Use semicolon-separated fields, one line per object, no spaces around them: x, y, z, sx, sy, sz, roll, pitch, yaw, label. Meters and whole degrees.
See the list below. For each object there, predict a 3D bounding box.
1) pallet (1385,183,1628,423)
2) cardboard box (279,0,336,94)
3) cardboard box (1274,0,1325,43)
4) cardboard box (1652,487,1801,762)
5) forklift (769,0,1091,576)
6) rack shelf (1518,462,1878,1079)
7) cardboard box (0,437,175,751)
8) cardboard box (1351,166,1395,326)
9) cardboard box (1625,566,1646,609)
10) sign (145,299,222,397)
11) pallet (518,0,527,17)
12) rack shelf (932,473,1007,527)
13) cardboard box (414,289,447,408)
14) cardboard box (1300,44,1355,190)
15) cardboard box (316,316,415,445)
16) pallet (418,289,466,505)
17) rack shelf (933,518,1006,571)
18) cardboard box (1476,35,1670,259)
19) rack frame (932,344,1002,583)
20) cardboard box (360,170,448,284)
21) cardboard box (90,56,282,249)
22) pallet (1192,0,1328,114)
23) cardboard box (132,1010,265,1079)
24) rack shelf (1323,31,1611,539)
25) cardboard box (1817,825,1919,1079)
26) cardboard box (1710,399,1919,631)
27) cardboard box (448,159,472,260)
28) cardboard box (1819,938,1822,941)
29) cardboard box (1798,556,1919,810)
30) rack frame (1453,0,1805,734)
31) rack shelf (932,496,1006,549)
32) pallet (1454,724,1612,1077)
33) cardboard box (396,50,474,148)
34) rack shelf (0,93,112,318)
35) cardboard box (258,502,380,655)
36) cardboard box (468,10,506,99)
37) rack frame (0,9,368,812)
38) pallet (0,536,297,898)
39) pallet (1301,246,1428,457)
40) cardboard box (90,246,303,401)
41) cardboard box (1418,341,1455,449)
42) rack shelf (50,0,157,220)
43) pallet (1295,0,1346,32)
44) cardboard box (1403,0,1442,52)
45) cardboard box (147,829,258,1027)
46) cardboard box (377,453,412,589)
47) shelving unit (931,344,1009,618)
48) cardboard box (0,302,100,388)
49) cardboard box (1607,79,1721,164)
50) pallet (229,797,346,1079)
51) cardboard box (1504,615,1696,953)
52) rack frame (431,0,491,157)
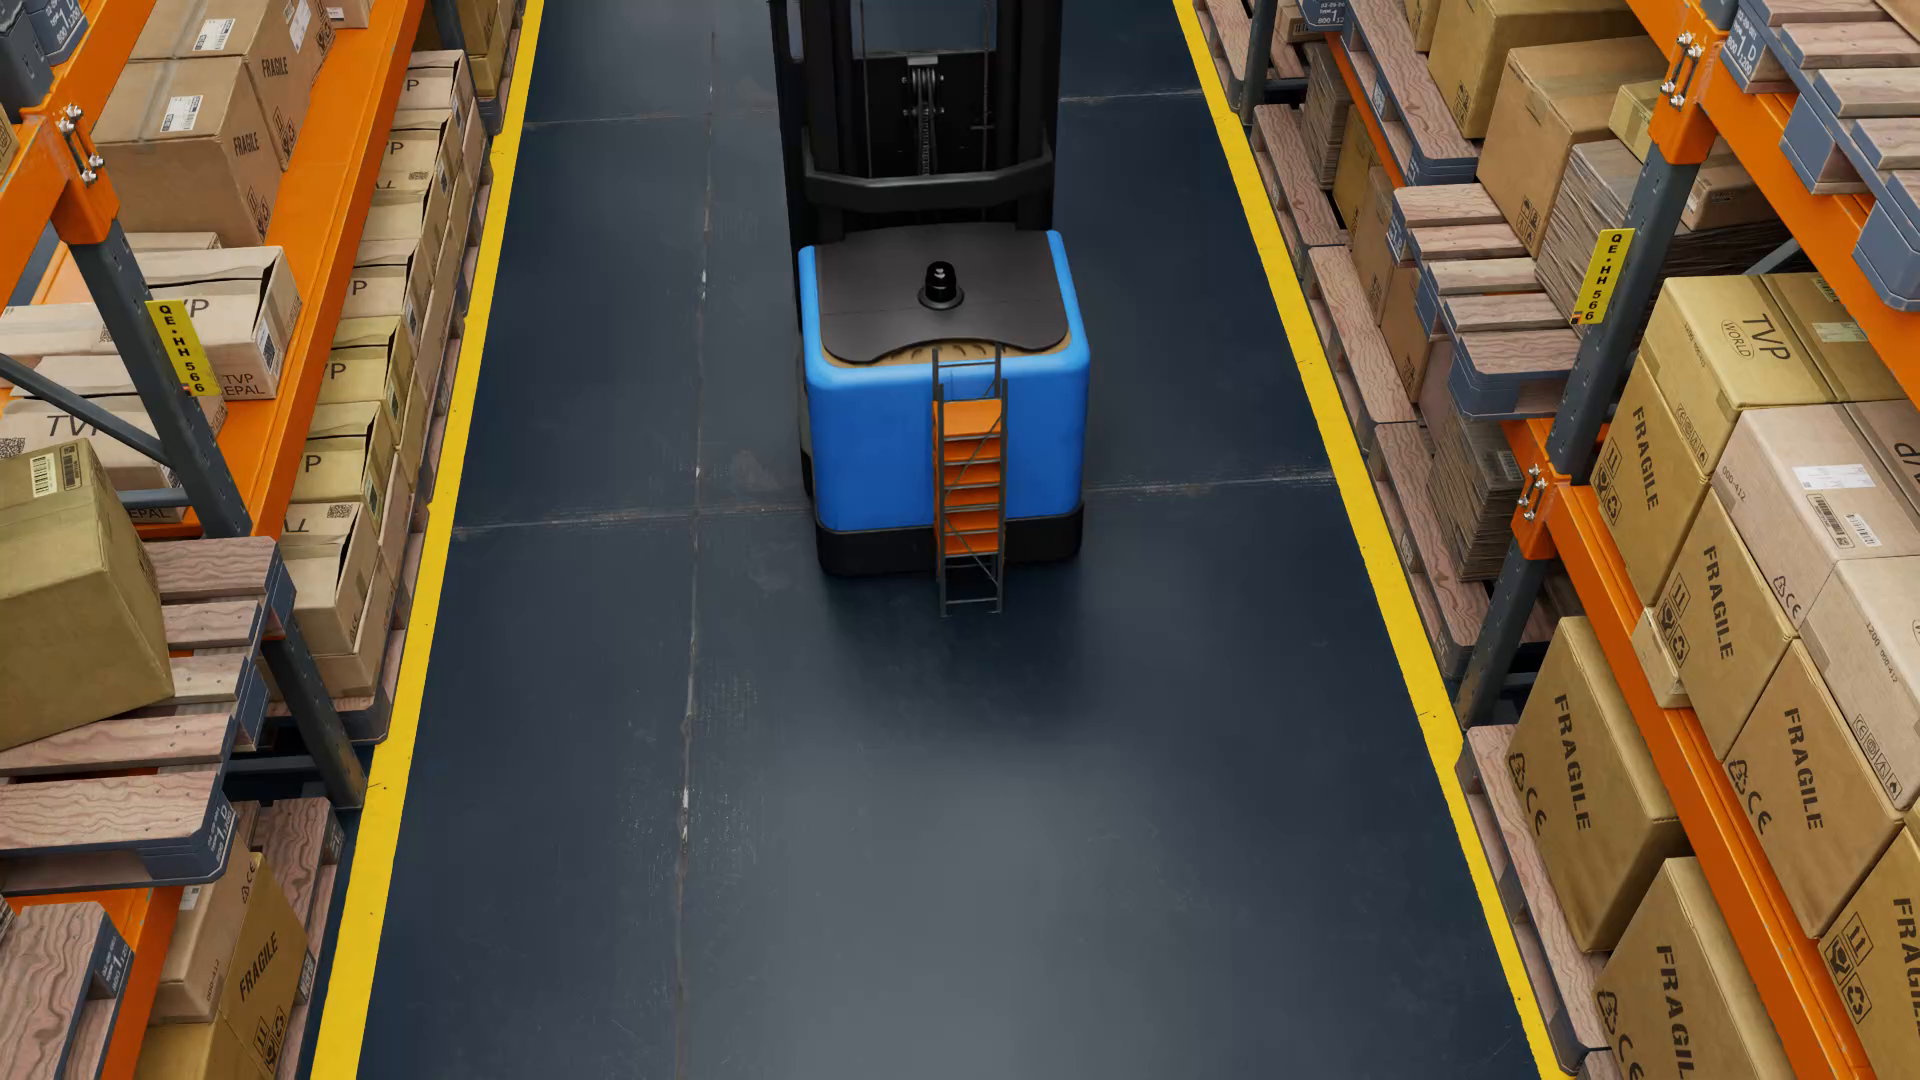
2.165;-0.843;5.615;1.213;0.211;1.003;-3;47;-3;pallet
-2.848;-2.087;6.591;0.500;0.500;0.500;0;47;0;cardboard box
1.921;-2.856;9.037;0.380;0.166;0.250;-9;47;-8;cardboard box
2.151;0.203;4.204;0.500;0.500;0.500;-2;47;-2;cardboard box
-0.189;-1.944;6.572;1.130;2.935;3.031;-4;47;-4;forklift
2.498;1.295;3.954;1.077;0.370;4.000;-3;47;-3;rack shelf
-2.440;0.174;4.161;0.700;0.500;0.500;-18;49;-16;cardboard box
2.170;-1.312;7.345;0.700;0.500;0.500;-3;47;-3;cardboard box
2.140;0.115;4.735;0.380;0.149;0.250;-3;47;-3;cardboard box
-2.065;-0.507;4.421;0.100;0.325;0.005;-3;47;-3;sign
-3.070;-3.494;9.914;1.003;0.211;1.213;-3;47;-3;pallet
0.034;-0.158;6.134;0.258;0.103;0.180;-4;47;-4;rack shelf
-2.492;-0.802;7.048;0.500;0.250;0.500;-3;47;-2;cardboard box
2.074;-2.054;8.048;0.700;0.500;0.500;-2;47;-2;cardboard box
-2.449;-0.633;6.502;0.500;0.311;0.500;-5;47;-4;cardboard box
-2.734;-0.616;7.188;1.003;0.211;1.213;-3;47;-3;pallet
0.034;0.007;6.309;0.258;0.103;0.180;-4;47;-4;rack shelf
2.208;-1.328;5.570;0.700;0.500;0.500;-7;47;-7;cardboard box
0.024;-0.254;6.165;0.240;1.200;0.006;-4;47;-4;rack frame
-2.531;-1.369;7.199;0.500;0.311;0.500;-4;47;-3;cardboard box
-2.762;-1.343;5.888;0.500;0.500;0.500;-6;47;-5;cardboard box
1.904;-2.819;9.274;1.003;0.211;1.213;-3;47;-3;pallet
-2.250;1.649;4.541;0.500;0.500;0.500;-5;47;-5;cardboard box
2.163;-1.600;6.694;1.077;0.370;4.000;-3;47;-3;rack shelf
2.243;0.938;3.508;0.500;0.500;0.500;-2;47;-2;cardboard box
2.158;-0.068;3.945;0.500;0.250;0.500;-4;47;-4;cardboard box
-2.576;-1.541;7.748;0.500;0.250;0.500;-4;47;-4;cardboard box
2.263;0.861;4.028;0.380;0.149;0.250;-3;47;-3;cardboard box
2.203;0.293;3.602;0.500;0.250;0.500;-3;47;-3;cardboard box
2.331;-0.400;5.063;1.000;3.000;0.127;-3;47;-3;rack frame
0.034;-0.075;6.221;0.258;0.103;0.180;-4;47;-4;rack shelf
2.322;1.134;5.531;1.003;0.211;1.213;-3;47;-3;pallet
-2.621;-2.106;7.897;0.500;0.311;0.500;-3;47;-3;cardboard box
-2.438;0.567;2.577;1.077;0.370;4.000;-3;47;-3;rack shelf
-2.357;0.115;5.793;0.500;0.311;0.500;-2;47;-2;cardboard box
-2.677;-2.543;8.697;0.500;0.250;0.500;-3;47;-3;cardboard box
-2.605;-0.096;4.775;1.000;3.000;0.127;-3;47;-3;rack frame
-2.479;0.456;4.384;1.213;0.211;1.003;-3;47;-3;pallet
2.168;-0.887;7.445;1.003;0.211;1.213;-3;47;-3;pallet
-2.487;-0.724;5.431;0.500;0.311;0.500;-4;47;-4;cardboard box
2.291;-0.589;6.661;0.700;0.500;0.500;-4;47;-3;cardboard box
-2.773;-2.327;5.318;1.077;0.370;4.000;-3;47;-3;rack shelf
1.915;-2.666;7.341;1.003;0.211;1.213;-3;47;-3;pallet
2.130;-2.230;6.424;0.700;0.500;0.500;2;47;2;cardboard box
-2.284;1.057;4.585;0.500;0.250;0.500;-2;47;-2;cardboard box
-2.399;-0.055;6.341;0.500;0.250;0.500;-5;47;-4;cardboard box
0.034;-0.188;6.102;0.258;1.200;0.189;-4;47;-4;shelving unit
-2.956;-0.644;5.467;0.380;0.149;0.250;-3;47;-3;cardboard box
2.230;-1.288;5.085;0.380;0.149;0.250;-11;47;-10;cardboard box
-2.581;1.405;5.274;1.003;0.211;1.213;-3;47;-3;pallet
2.261;0.735;5.179;0.750;0.750;0.750;-4;47;-4;cardboard box
-2.940;-2.990;7.516;1.000;3.000;0.127;-3;47;-3;rack frame
